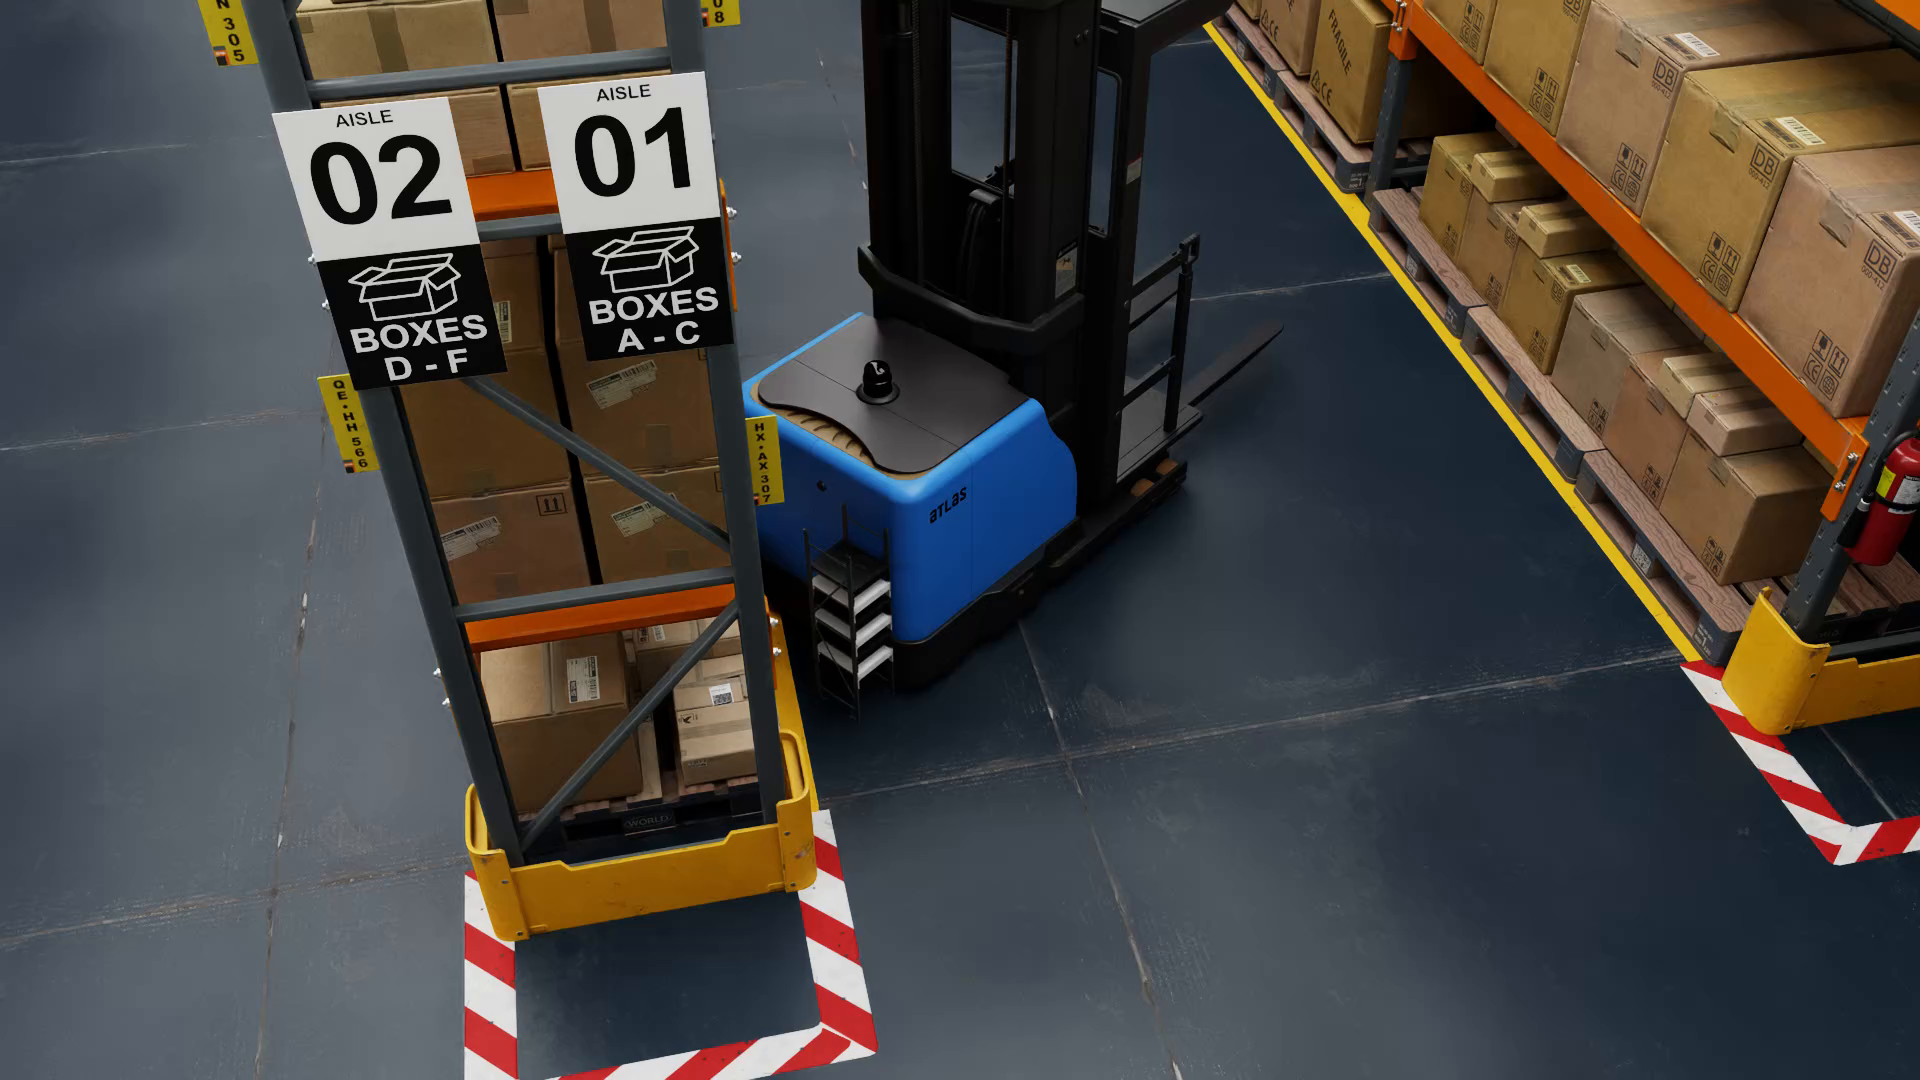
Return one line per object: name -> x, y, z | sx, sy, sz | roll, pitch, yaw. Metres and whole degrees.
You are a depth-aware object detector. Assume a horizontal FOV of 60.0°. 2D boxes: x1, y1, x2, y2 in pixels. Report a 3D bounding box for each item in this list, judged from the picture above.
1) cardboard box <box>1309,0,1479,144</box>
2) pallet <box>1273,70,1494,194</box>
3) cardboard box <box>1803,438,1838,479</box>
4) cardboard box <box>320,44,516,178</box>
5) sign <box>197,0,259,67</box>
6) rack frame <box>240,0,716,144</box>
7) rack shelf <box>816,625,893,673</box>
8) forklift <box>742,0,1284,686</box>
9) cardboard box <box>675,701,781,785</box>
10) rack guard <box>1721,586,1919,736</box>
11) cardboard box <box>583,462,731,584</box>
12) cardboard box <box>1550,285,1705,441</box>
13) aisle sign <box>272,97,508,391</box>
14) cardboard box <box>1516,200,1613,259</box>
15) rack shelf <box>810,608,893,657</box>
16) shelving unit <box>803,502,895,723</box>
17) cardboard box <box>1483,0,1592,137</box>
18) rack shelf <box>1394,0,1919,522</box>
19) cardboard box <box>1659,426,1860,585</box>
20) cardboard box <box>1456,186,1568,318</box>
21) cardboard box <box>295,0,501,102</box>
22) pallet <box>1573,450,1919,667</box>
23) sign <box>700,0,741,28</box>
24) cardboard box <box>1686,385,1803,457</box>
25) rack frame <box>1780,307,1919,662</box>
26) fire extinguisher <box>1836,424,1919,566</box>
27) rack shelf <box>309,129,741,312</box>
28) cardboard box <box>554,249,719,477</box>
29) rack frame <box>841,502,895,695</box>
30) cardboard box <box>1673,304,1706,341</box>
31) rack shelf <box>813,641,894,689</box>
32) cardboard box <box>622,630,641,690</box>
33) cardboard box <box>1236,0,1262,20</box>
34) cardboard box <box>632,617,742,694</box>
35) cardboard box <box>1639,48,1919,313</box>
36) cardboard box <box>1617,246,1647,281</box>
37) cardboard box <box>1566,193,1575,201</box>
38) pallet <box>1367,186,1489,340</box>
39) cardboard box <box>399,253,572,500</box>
cardboard box -> 2.599, -2.890, 9.831 | 0.750, 0.750, 0.750 | -8, 42, -9
pallet -> 2.626, -2.580, 10.280 | 1.003, 0.211, 1.213 | -8, 42, -9
cardboard box -> 3.703, -0.393, 6.793 | 0.380, 0.149, 0.250 | -8, 42, -9
cardboard box -> -1.474, -1.190, 4.466 | 0.500, 0.250, 0.500 | -8, 42, -9
sign -> -1.652, -1.215, 3.715 | 0.100, 0.325, 0.005 | -8, 42, -9
rack frame -> -1.106, -2.072, 3.088 | 1.000, 3.000, 0.127 | -8, 42, -9
rack shelf -> -0.427, 0.389, 6.602 | 0.258, 0.077, 0.200 | 30, 50, 29
forklift -> 0.406, -1.409, 6.912 | 1.130, 2.935, 3.031 | 30, 50, 29
cardboard box -> -0.861, 0.752, 6.241 | 0.380, 0.149, 0.250 | -8, 42, -9
rack guard -> 3.735, 0.409, 6.694 | 1.175, 0.500, 0.348 | -8, 42, -9
cardboard box -> -0.944, -0.192, 5.413 | 0.500, 0.500, 0.500 | -8, 42, -8
cardboard box -> 3.264, -0.853, 7.800 | 0.700, 0.500, 0.500 | -10, 42, -11
aisle sign -> -1.391, -0.713, 4.117 | 0.394, 0.787, 0.004 | -8, 42, -9
cardboard box -> 2.936, -1.513, 8.054 | 0.380, 0.149, 0.250 | -9, 42, -11
rack shelf -> -0.427, 0.322, 6.542 | 0.258, 0.077, 0.200 | 30, 50, 29
shelving unit -> -0.427, 0.297, 6.520 | 0.258, 0.900, 0.210 | 30, 50, 29
cardboard box -> 3.120, -2.418, 7.770 | 0.980, 0.700, 0.700 | -9, 42, -10
rack shelf -> 3.298, -1.568, 7.581 | 1.077, 0.370, 4.000 | -8, 42, -9
cardboard box -> 3.481, -0.203, 7.067 | 0.700, 0.500, 0.500 | -8, 42, -9
cardboard box -> 3.033, -1.531, 8.563 | 0.700, 0.500, 0.500 | -9, 42, -10
cardboard box -> -1.466, -1.378, 4.301 | 0.500, 0.250, 0.500 | -8, 42, -9
pallet -> 3.481, -0.005, 7.379 | 1.003, 0.211, 1.213 | -8, 42, -9
sign -> -0.576, -1.355, 3.881 | 0.100, 0.325, 0.005 | -8, 42, -9
cardboard box -> 3.276, -0.502, 6.916 | 0.380, 0.149, 0.250 | -9, 42, -10
rack frame -> 3.730, -0.541, 5.882 | 1.000, 3.000, 0.127 | -8, 42, -9
fire extinguisher -> 3.312, -0.209, 5.847 | 0.296, 0.674, 0.183 | -8, 42, -9
rack shelf -> -1.538, -1.978, 5.783 | 1.077, 0.370, 4.000 | -8, 42, -9
cardboard box -> -0.944, -0.566, 5.081 | 0.500, 0.500, 0.500 | -7, 42, -8
rack frame -> -0.360, 0.246, 6.577 | 0.240, 0.900, 0.006 | 30, 50, 29
cardboard box -> 3.484, -1.048, 7.531 | 0.380, 0.149, 0.250 | -8, 42, -9
rack shelf -> -0.427, 0.456, 6.661 | 0.258, 0.077, 0.200 | 30, 50, 29
cardboard box -> -1.464, 0.474, 6.541 | 0.380, 0.166, 0.250 | -8, 42, -9
cardboard box -> 2.217, -4.016, 11.099 | 0.750, 0.750, 0.750 | -9, 42, -9
cardboard box -> -1.054, 0.318, 6.654 | 0.500, 0.250, 0.500 | -8, 42, -9
cardboard box -> 3.442, -1.452, 6.682 | 0.980, 0.700, 0.700 | -9, 42, -10
cardboard box -> 3.374, -1.379, 7.903 | 0.380, 0.149, 0.250 | -9, 42, -10
cardboard box -> 3.264, -1.710, 8.276 | 0.380, 0.149, 0.250 | -10, 42, -11
pallet -> 2.954, -1.587, 9.160 | 1.003, 0.211, 1.213 | -8, 42, -9
cardboard box -> -1.471, -0.489, 4.995 | 0.500, 0.500, 0.500 | -9, 42, -10
